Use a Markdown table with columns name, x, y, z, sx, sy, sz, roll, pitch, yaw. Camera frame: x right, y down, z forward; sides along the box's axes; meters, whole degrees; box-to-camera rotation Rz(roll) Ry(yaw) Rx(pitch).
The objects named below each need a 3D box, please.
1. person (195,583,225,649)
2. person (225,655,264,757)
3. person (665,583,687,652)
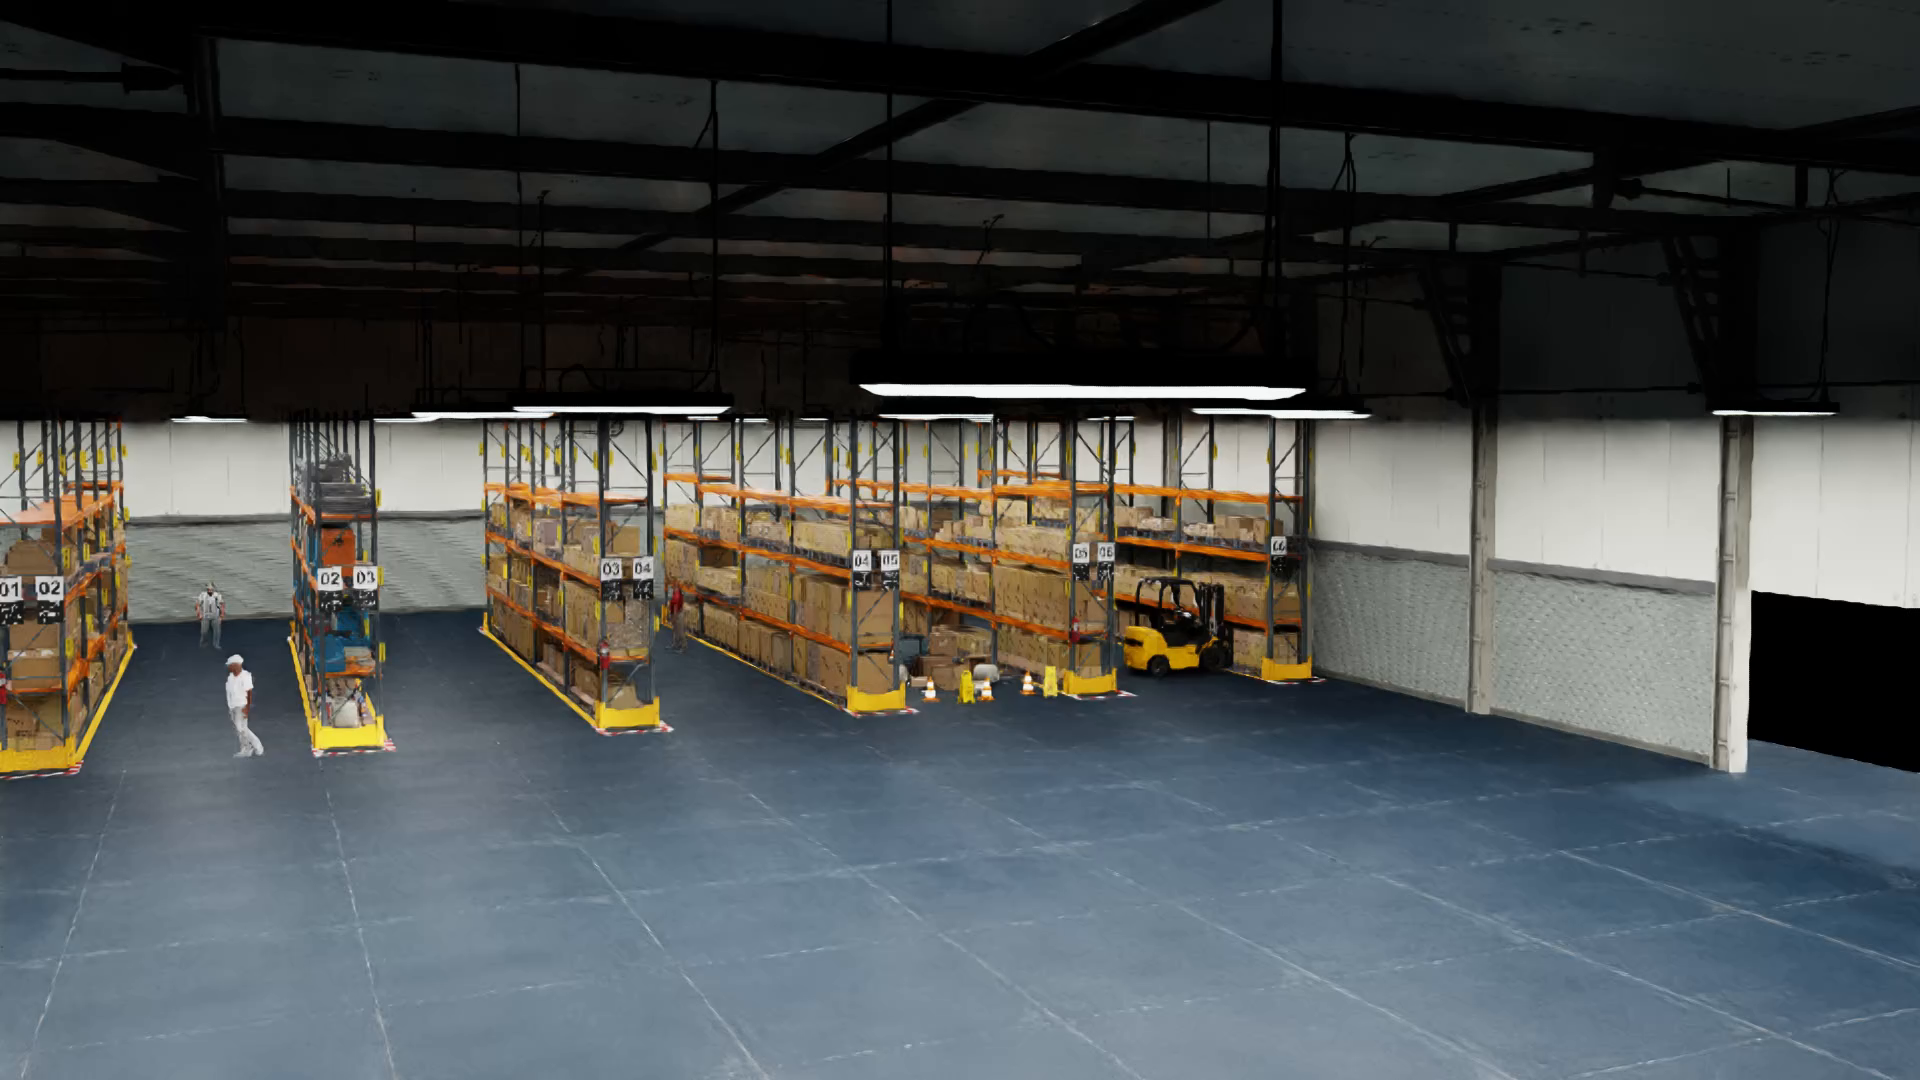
| name | x | y | z | sx | sy | sz | roll | pitch | yaw |
| --- | --- | --- | --- | --- | --- | --- | --- | --- | --- |
| person | -19.021 | 1.922 | 42.197 | 0.682 | 1.704 | 0.542 | -2 | 4 | -25 |
| person | -12.258 | 2.838 | 28.457 | 0.706 | 1.760 | 0.459 | 3 | 5 | 33 |
| person | -7.129 | 1.925 | 41.743 | 0.592 | 1.719 | 0.668 | 0 | 4 | -2 |
